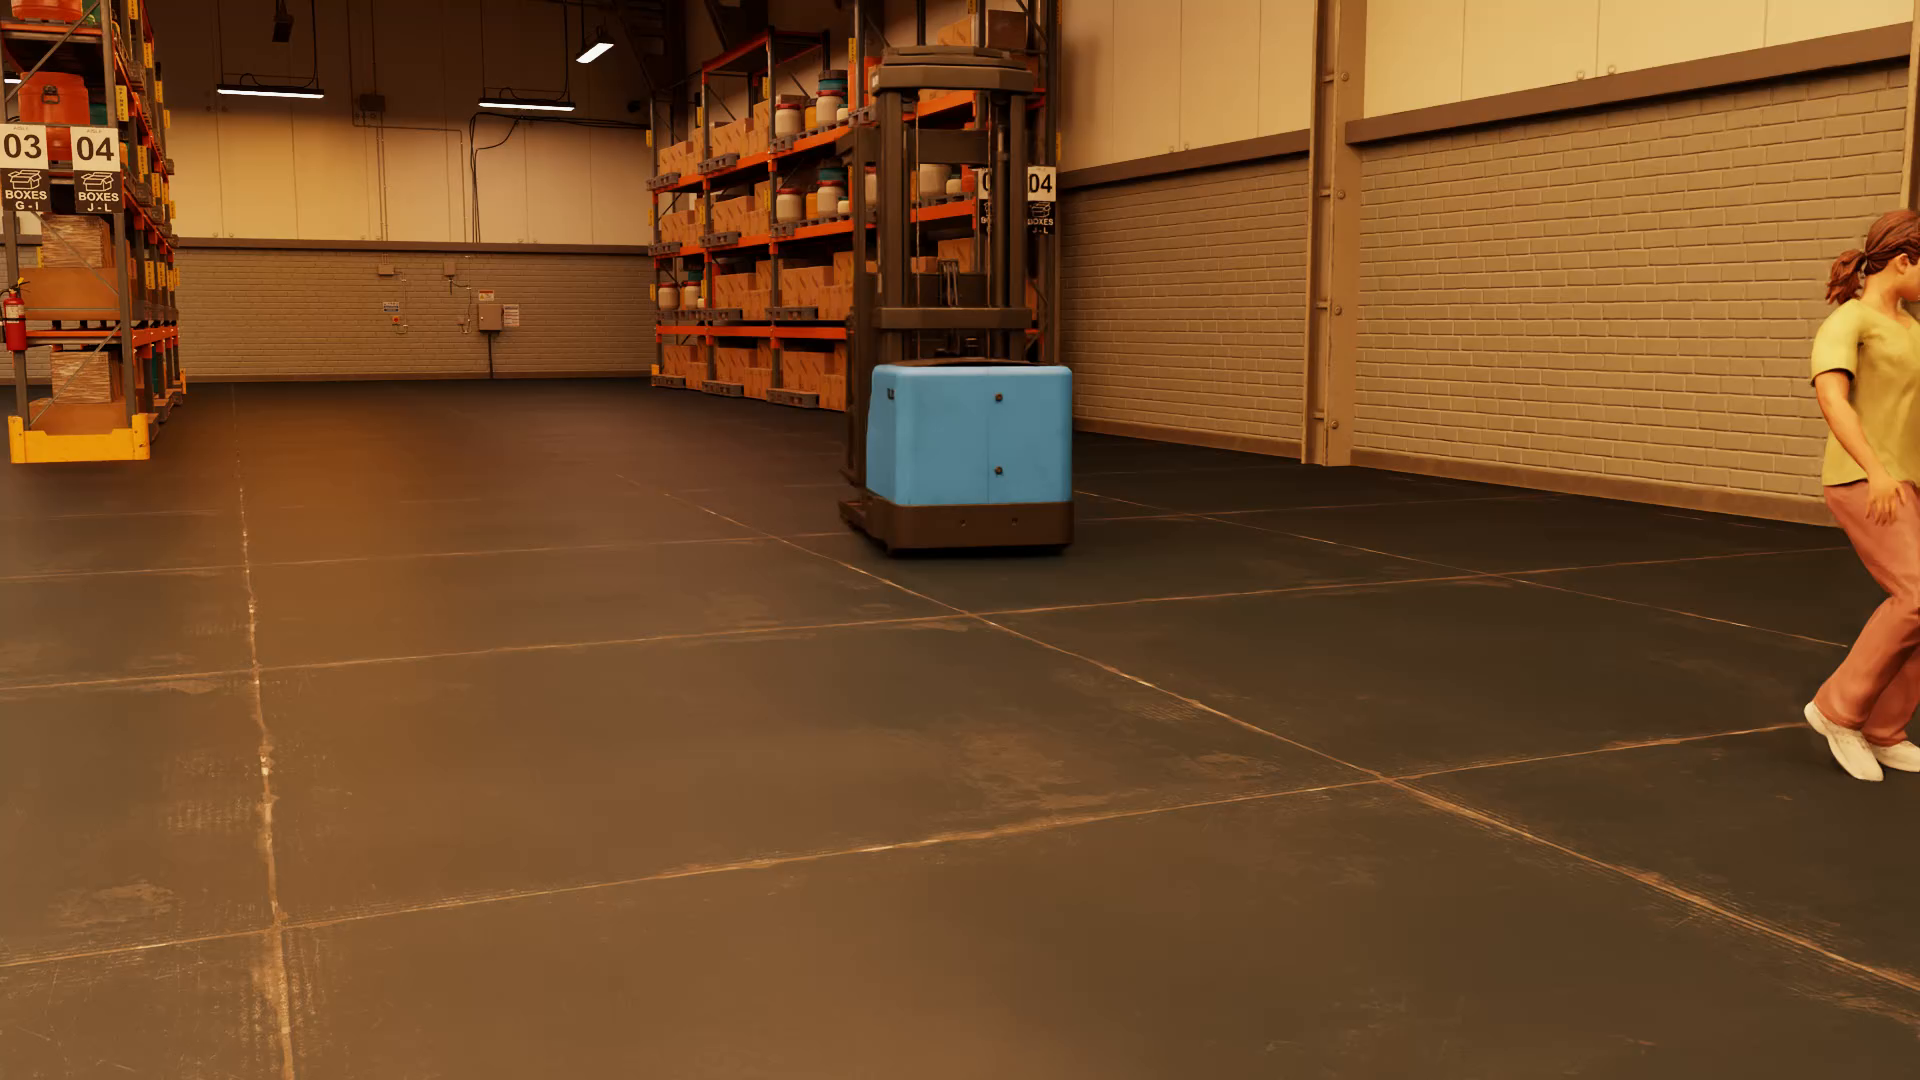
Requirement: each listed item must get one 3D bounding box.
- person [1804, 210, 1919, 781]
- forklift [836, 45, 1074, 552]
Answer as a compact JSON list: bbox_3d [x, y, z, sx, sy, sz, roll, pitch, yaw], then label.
[{"bbox_3d":[2.801,-0.135,4.934,0.731,1.665,0.479,-5,9,-31],"label":"person"},{"bbox_3d":[-0.179,-1.538,10.608,1.130,2.935,3.031,-2,8,-13],"label":"forklift"}]
